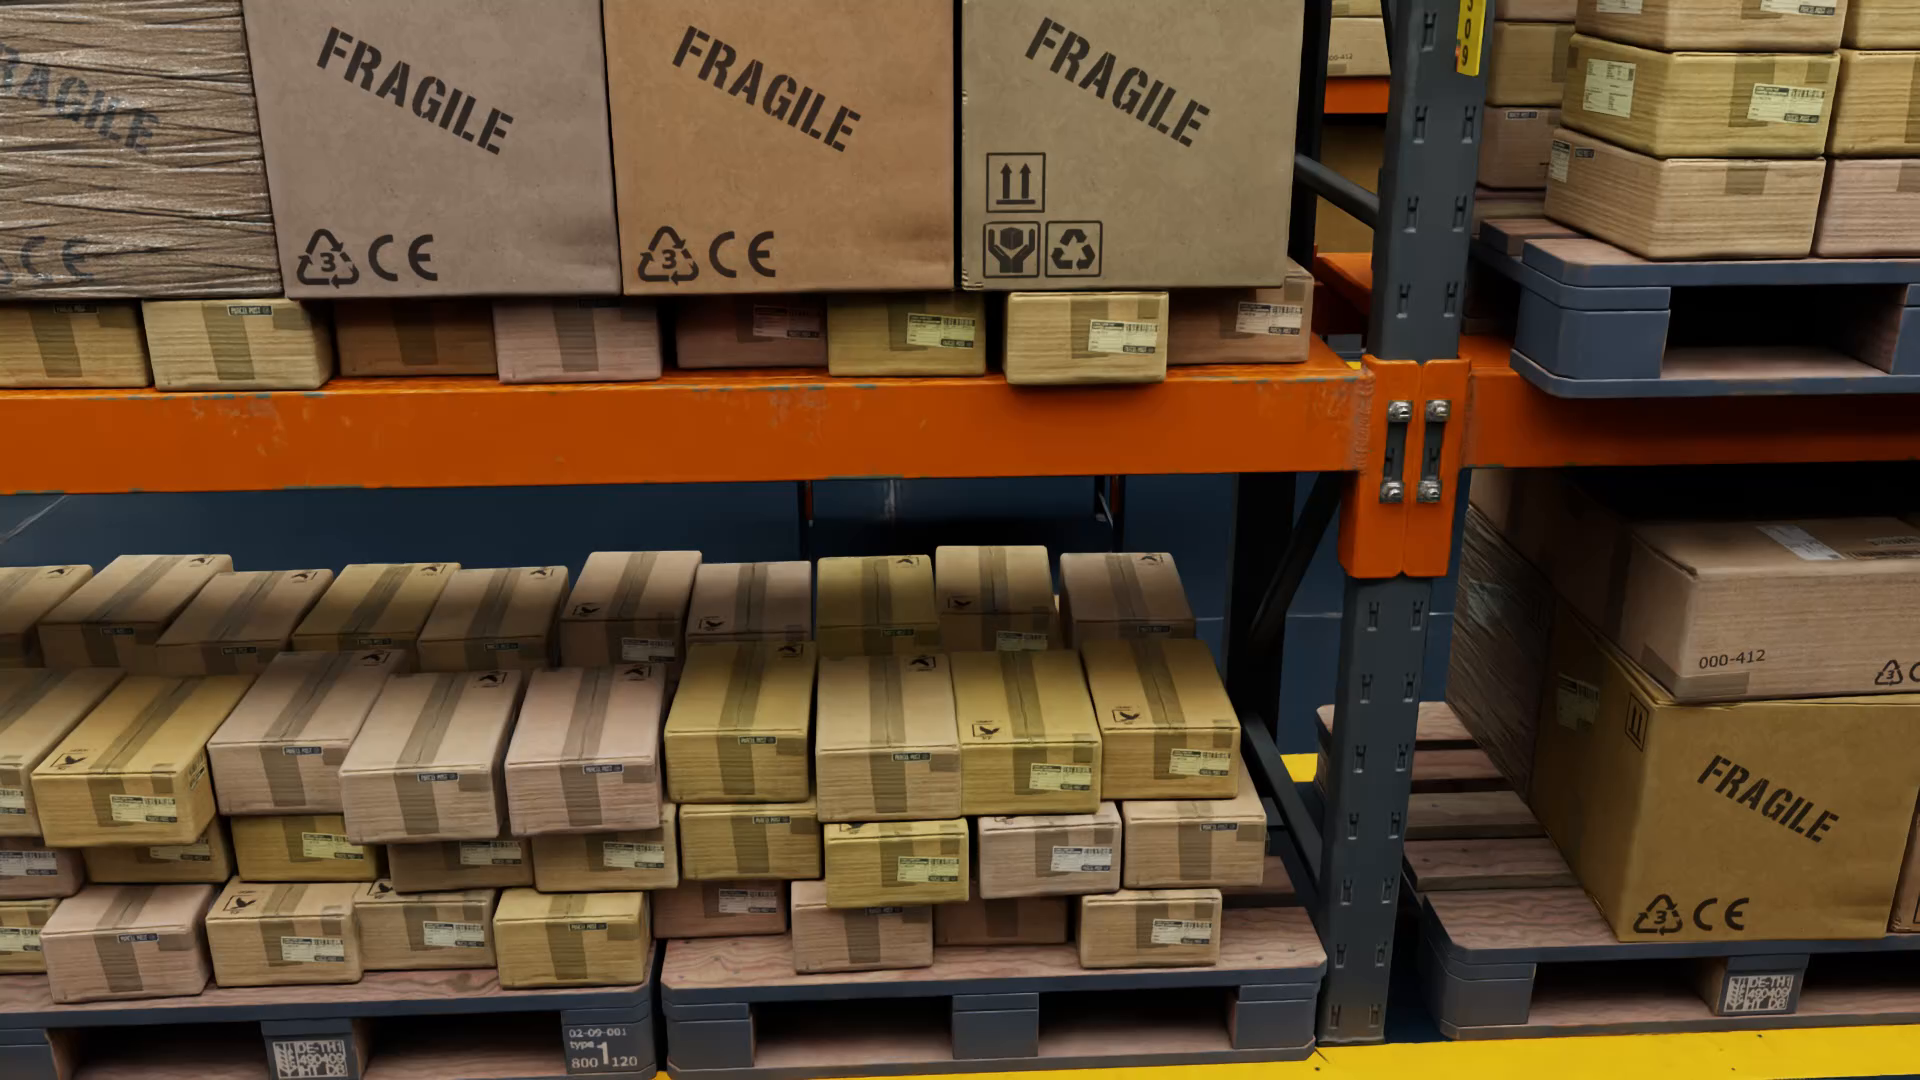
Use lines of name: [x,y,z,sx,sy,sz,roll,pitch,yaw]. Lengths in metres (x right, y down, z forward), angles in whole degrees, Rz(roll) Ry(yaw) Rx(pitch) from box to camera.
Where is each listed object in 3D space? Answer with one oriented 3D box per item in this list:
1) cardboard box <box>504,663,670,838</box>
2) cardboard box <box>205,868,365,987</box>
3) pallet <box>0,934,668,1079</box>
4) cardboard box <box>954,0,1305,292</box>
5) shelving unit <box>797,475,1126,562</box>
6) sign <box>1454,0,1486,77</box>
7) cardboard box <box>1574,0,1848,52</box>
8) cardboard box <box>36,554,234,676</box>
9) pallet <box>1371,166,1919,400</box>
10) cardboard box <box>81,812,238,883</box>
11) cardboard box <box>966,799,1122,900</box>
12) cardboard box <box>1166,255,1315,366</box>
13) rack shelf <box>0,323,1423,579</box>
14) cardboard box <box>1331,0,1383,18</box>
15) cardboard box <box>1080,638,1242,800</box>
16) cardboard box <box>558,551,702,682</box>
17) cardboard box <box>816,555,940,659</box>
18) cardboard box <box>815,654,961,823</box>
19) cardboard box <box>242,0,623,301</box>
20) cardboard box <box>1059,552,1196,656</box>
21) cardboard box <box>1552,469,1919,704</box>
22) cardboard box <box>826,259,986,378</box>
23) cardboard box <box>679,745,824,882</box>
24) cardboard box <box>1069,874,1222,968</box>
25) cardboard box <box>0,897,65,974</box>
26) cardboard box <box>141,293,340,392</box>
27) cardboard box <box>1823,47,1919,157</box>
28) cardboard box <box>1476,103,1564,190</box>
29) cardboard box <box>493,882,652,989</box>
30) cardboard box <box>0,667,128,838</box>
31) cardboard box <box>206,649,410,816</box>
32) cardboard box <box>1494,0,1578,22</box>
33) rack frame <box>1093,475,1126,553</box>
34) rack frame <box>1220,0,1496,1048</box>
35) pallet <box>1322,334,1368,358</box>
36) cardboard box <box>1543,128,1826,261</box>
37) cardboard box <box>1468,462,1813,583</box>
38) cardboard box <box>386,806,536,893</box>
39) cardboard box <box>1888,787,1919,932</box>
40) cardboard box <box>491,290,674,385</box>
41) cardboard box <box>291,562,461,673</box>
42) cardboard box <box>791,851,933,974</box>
cardboard box: [-0.664,0.372,3.008,0.250,0.149,0.380,-2,21,-6]
cardboard box: [-1.202,0.656,3.099,0.250,0.149,0.380,-1,21,-3]
pallet: [-1.183,0.727,3.415,1.213,0.211,1.003,-1,21,-3]
cardboard box: [0.239,-0.704,2.696,0.500,0.500,0.500,-1,21,-3]
shelving unit: [-0.007,-0.526,5.420,1.048,1.125,0.538,-1,21,-3]
sign: [0.745,-0.840,2.396,0.005,0.325,0.100,-1,21,-3]
cardboard box: [1.126,-0.830,2.512,0.250,0.149,0.380,0,21,0]
cardboard box: [-1.741,0.167,3.547,0.250,0.149,0.380,0,21,-1]
pallet: [1.478,-0.503,2.995,1.213,0.211,1.003,-1,21,-3]
cardboard box: [-1.443,0.483,3.136,0.250,0.149,0.380,0,21,0]
cardboard box: [0.140,0.498,3.096,0.250,0.149,0.380,-2,21,-6]
cardboard box: [0.434,-0.422,2.867,0.250,0.149,0.380,-1,21,-4]
rack shelf: [-1.291,-0.252,3.077,4.000,0.370,1.077,-1,21,-3]
cardboard box: [1.802,-2.478,7.423,0.500,0.250,0.500,-1,21,-2]
cardboard box: [0.366,0.329,3.121,0.250,0.149,0.380,-1,21,-2]
cardboard box: [-0.695,0.160,3.566,0.250,0.149,0.380,-1,21,-2]
cardboard box: [-0.178,0.170,3.538,0.250,0.149,0.380,-1,21,-4]
cardboard box: [-0.135,0.356,3.050,0.250,0.149,0.380,-1,21,-4]
cardboard box: [-0.776,-0.684,2.644,0.500,0.500,0.500,-1,21,-3]
cardboard box: [0.350,0.163,3.557,0.250,0.149,0.380,0,21,-1]
cardboard box: [1.459,0.072,3.085,0.500,0.250,0.500,-2,21,-5]
cardboard box: [-0.087,-0.394,2.793,0.250,0.149,0.380,0,21,-1]
cardboard box: [-0.382,0.480,3.143,0.250,0.149,0.380,-1,21,-3]
cardboard box: [0.334,0.637,3.149,0.250,0.149,0.380,-1,21,-2]
cardboard box: [-1.731,0.645,3.128,0.250,0.149,0.380,-1,21,-3]
cardboard box: [-1.122,-0.365,2.716,0.250,0.149,0.380,-1,21,-2]
cardboard box: [1.384,-0.697,2.580,0.250,0.149,0.380,-2,21,-4]
cardboard box: [1.091,-0.786,3.232,0.250,0.149,0.380,-2,21,-4]
cardboard box: [-0.699,0.658,3.094,0.250,0.149,0.380,-1,21,-3]
cardboard box: [-1.697,0.376,2.997,0.250,0.149,0.380,0,21,-1]
cardboard box: [-1.186,0.348,3.071,0.250,0.149,0.380,-1,21,-3]
cardboard box: [1.096,-1.063,3.123,0.250,0.149,0.380,0,21,-1]
rack frame: [0.501,-0.536,5.448,0.032,1.125,0.500,-1,21,-3]
rack frame: [0.706,-0.628,3.056,0.127,3.000,1.000,-1,21,-3]
pallet: [2.310,-1.150,8.344,1.213,0.211,1.003,-1,21,-3]
cardboard box: [1.126,-0.552,2.618,0.250,0.149,0.380,-2,21,-6]
cardboard box: [1.435,-0.112,3.568,0.500,0.250,0.500,-2,21,-4]
cardboard box: [-0.904,0.490,3.116,0.250,0.149,0.380,-2,21,-6]
cardboard box: [1.987,0.411,3.248,0.500,0.500,0.500,0,21,-1]
cardboard box: [-0.615,-0.381,2.760,0.250,0.149,0.380,-2,21,-5]
cardboard box: [-1.211,0.186,3.498,0.250,0.149,0.380,-1,21,-3]
cardboard box: [-0.190,0.641,3.139,0.250,0.149,0.380,-2,21,-5]
